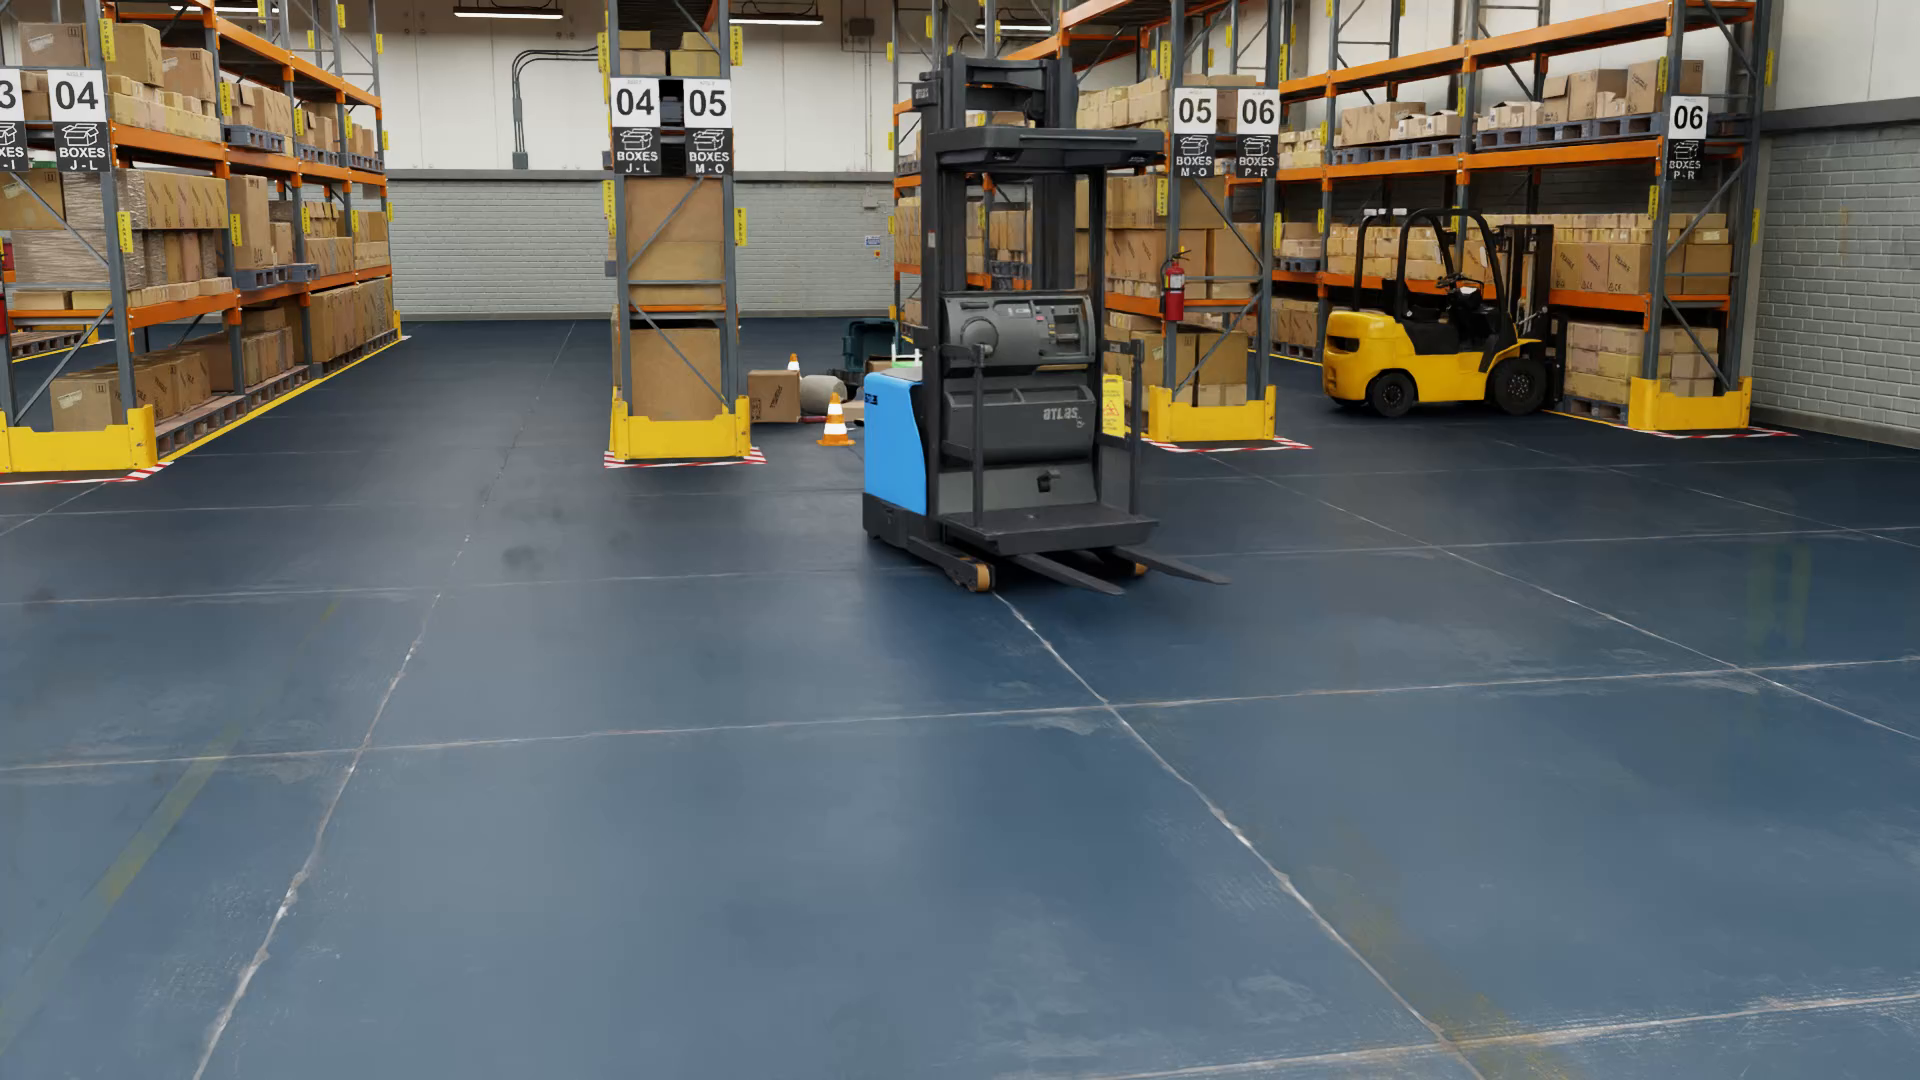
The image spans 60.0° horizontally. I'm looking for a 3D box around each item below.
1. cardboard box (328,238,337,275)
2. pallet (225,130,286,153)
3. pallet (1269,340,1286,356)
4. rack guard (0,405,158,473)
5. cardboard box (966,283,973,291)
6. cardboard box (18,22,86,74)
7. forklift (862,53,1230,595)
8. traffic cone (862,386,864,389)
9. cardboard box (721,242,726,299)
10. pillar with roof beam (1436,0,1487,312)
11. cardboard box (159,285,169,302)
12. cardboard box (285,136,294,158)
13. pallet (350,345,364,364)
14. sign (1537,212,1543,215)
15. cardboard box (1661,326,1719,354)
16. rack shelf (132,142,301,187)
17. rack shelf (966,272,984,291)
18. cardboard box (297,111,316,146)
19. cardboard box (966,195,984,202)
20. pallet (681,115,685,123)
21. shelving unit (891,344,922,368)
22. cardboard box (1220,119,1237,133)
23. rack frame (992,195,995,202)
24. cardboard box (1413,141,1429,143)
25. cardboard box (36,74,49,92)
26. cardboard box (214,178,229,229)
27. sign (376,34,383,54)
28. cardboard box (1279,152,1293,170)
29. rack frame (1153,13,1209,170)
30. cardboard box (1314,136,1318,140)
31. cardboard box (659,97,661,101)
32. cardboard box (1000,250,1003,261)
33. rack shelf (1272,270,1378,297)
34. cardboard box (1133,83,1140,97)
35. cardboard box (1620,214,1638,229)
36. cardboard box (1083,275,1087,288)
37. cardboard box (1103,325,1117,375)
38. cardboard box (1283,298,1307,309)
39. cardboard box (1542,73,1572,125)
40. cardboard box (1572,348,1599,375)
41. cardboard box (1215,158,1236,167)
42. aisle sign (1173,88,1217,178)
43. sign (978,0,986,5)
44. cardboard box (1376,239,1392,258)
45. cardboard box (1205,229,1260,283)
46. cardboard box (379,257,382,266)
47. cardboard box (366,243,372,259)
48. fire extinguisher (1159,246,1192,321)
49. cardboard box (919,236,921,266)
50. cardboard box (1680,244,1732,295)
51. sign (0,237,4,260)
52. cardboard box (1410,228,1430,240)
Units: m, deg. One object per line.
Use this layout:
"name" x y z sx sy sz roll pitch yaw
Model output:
"cardboard box" -9.011 -3.956 23.192 0.500 0.500 0.500 -2 11 -11
"pallet" -8.325 -4.483 18.706 1.213 0.211 1.003 -2 11 -11
"pallet" 5.365 -3.061 26.216 1.003 0.211 1.213 -2 11 -11
"rack guard" -7.341 -0.847 13.808 1.175 0.500 0.348 -2 11 -11
"cardboard box" 0.443 -3.508 25.666 0.875 0.875 0.875 -2 11 -9
"cardboard box" -7.876 -4.250 14.582 0.500 0.500 0.500 -2 11 -11
"forklift" 0.439 -1.240 9.372 1.130 2.935 3.031 -5 12 -24
"traffic cone" -1.035 -2.102 20.502 0.336 0.463 0.334 -2 11 -11
"cardboard box" -2.672 -2.570 15.775 0.875 0.550 0.550 -2 11 -11
"pillar with roof beam" 2.622 -6.654 21.588 9.100 9.000 0.400 -2 11 -11
"cardboard box" -7.398 -2.227 15.048 0.380 0.149 0.250 -2 11 -11
"cardboard box" -8.549 -4.850 20.532 0.500 0.250 0.500 -2 11 -11
"pallet" -9.436 -2.753 24.596 1.003 0.211 1.213 -2 11 -11
"sign" 7.029 -3.821 20.220 0.100 0.325 0.005 -2 11 -11
"cardboard box" 7.355 -2.044 16.970 0.500 0.250 0.500 -2 11 -12
"rack shelf" -8.493 -4.281 19.069 1.077 0.370 4.000 -2 11 -11
"rack shelf" 0.449 -3.902 25.098 1.077 0.370 4.000 -2 11 -11
"cardboard box" -9.301 -5.632 22.845 0.797 0.503 0.637 -2 11 -12
"cardboard box" 0.254 -5.548 27.148 0.380 0.149 0.250 -2 11 -12
"pallet" -2.837 -4.012 15.970 1.003 0.211 1.213 -2 11 -11
"shelving unit" -0.261 -0.696 11.145 0.258 1.200 0.503 -4 11 -20
"cardboard box" 2.648 -3.844 15.519 0.380 0.149 0.250 -2 11 -11
"rack frame" 0.061 -4.622 26.958 1.000 3.000 0.127 -2 11 -11
"cardboard box" 6.239 -5.390 22.205 0.380 0.166 0.250 -2 11 -11
"cardboard box" -7.622 -3.748 13.678 0.380 0.149 0.250 -2 11 -13
"cardboard box" -7.747 -3.408 16.844 0.500 0.500 0.500 -2 11 -11
"sign" -9.903 -8.457 28.353 0.100 0.325 0.005 -2 11 -11
"cardboard box" 5.173 -5.739 25.203 0.500 0.250 0.500 -2 11 -11
"rack frame" 4.151 -8.484 31.203 1.000 3.000 0.127 -2 11 -11
"cardboard box" 5.402 -5.916 24.272 0.380 0.149 0.250 -3 11 -13
"cardboard box" -3.201 -4.473 16.366 0.500 0.250 0.500 -2 11 -12
"cardboard box" 0.749 -3.800 22.187 0.380 0.149 0.250 -3 11 -15
"rack shelf" 5.318 -4.083 26.050 1.077 0.370 4.000 -2 11 -11
"cardboard box" 1.920 -4.403 16.322 0.380 0.149 0.250 -2 11 -11
"cardboard box" 6.908 -3.218 16.785 0.380 0.149 0.250 -2 11 -11
"cardboard box" 1.559 -2.823 18.179 0.380 0.149 0.250 -2 11 -9
"cardboard box" 1.787 -1.971 17.254 0.500 0.500 0.500 -2 11 -12
"cardboard box" 5.215 -3.643 25.639 0.380 0.149 0.250 -2 11 -12
"cardboard box" 6.760 -4.754 17.965 0.797 0.503 0.637 -2 11 -9
"cardboard box" 6.774 -1.874 17.412 0.500 0.250 0.500 -2 11 -12
"cardboard box" 4.589 -6.429 28.032 0.500 0.250 0.500 -2 11 -11
"aisle sign" 2.122 -3.676 15.036 0.394 0.787 0.004 -2 11 -11
"sign" 0.295 -7.351 22.331 0.100 0.325 0.005 -2 11 -11
"cardboard box" 5.858 -3.870 22.070 0.500 0.250 0.500 -2 11 -10
"cardboard box" 2.574 -2.713 15.867 0.500 0.500 0.500 -2 11 -12
"cardboard box" -9.846 -4.631 27.678 0.380 0.149 0.250 -2 11 -12
"cardboard box" -9.693 -4.616 26.531 0.500 0.250 0.500 -2 11 -10
"fire extinguisher" 1.965 -2.345 15.203 0.296 0.674 0.183 -2 11 -11
"cardboard box" -0.386 -4.841 27.841 0.500 0.500 0.500 -2 11 -12
"cardboard box" 7.439 -2.752 16.867 0.500 0.500 0.500 -2 11 -9
"sign" -13.979 -4.237 24.195 0.100 0.325 0.005 -2 11 -11
"cardboard box" 5.955 -3.895 21.137 0.380 0.149 0.250 -2 11 -13
